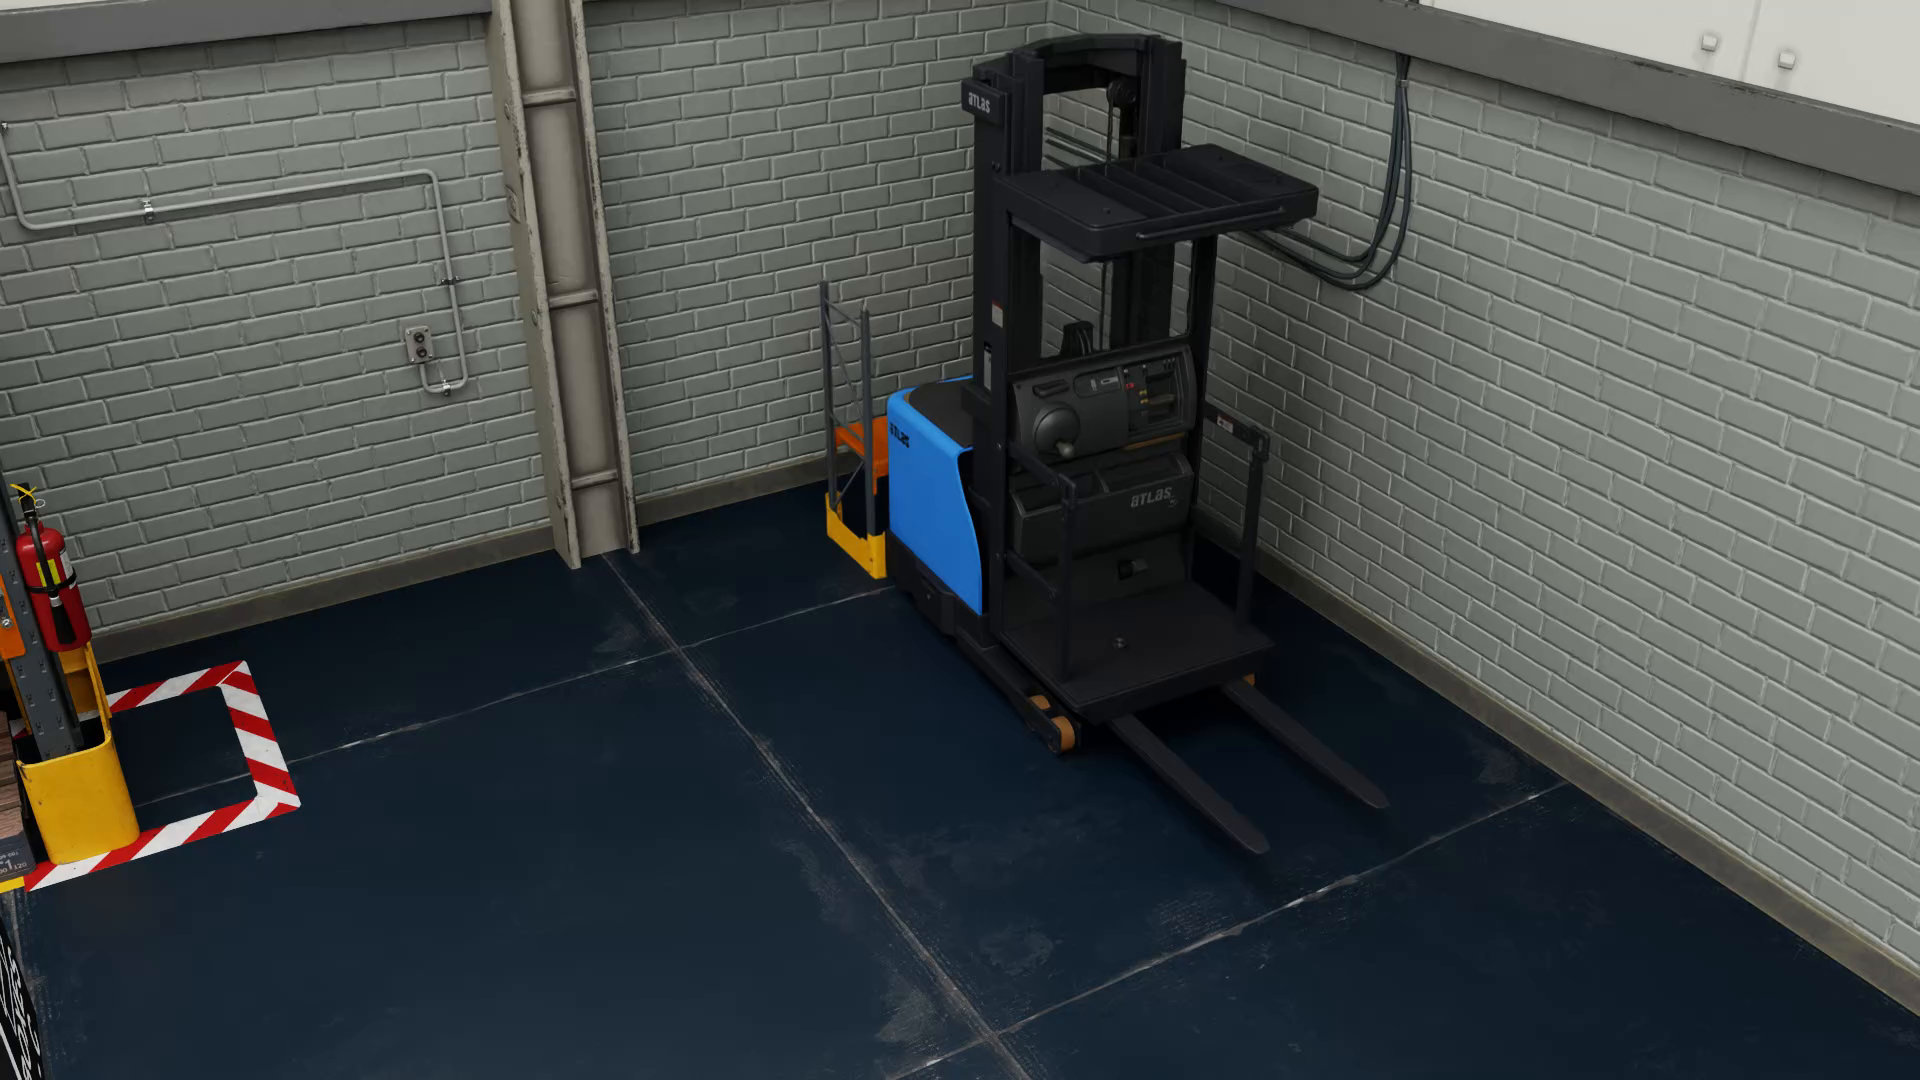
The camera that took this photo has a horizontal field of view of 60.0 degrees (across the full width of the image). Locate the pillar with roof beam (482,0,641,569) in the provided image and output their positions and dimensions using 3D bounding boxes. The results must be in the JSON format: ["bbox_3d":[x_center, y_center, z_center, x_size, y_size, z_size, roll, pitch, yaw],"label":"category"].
[{"bbox_3d":[0.181,-2.100,3.742,0.400,9.000,9.100,-16,33,-26],"label":"pillar with roof beam"}]

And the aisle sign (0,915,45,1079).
[{"bbox_3d":[-1.467,0.540,2.477,0.004,0.787,0.394,-16,33,-26],"label":"aisle sign"}]

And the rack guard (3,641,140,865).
[{"bbox_3d":[-3.869,0.843,7.205,0.348,0.500,1.175,-16,33,-26],"label":"rack guard"}]

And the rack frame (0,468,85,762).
[{"bbox_3d":[-3.890,-0.246,6.591,0.127,3.000,1.000,-16,33,-26],"label":"rack frame"}]

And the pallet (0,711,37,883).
[{"bbox_3d":[-4.539,1.204,6.851,1.213,0.211,1.003,-16,33,-26],"label":"pallet"}]

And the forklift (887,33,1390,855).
[{"bbox_3d":[0.756,-0.572,7.252,1.130,2.935,3.031,-15,32,-24],"label":"forklift"}]

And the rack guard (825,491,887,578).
[{"bbox_3d":[-0.568,-0.035,9.054,0.087,0.250,0.587,-16,33,-26],"label":"rack guard"}]

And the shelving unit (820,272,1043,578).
[{"bbox_3d":[-0.138,-0.703,8.972,1.083,1.500,0.587,-16,33,-26],"label":"shelving unit"}]

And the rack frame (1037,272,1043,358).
[{"bbox_3d":[0.293,-0.825,9.192,0.032,1.500,0.500,-16,33,-26],"label":"rack frame"}]

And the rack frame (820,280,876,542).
[{"bbox_3d":[-0.585,-0.577,8.744,0.032,1.500,0.500,-16,33,-26],"label":"rack frame"}]

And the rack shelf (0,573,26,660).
[{"bbox_3d":[-5.614,0.559,5.877,4.000,0.370,1.077,-16,33,-26],"label":"rack shelf"}]

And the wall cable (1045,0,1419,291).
[{"bbox_3d":[1.168,-2.748,8.130,0.112,2.526,3.097,-16,33,-26],"label":"wall cable"}]

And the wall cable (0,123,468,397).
[{"bbox_3d":[-3.265,-1.398,7.627,1.851,1.984,0.084,-16,33,-26],"label":"wall cable"}]

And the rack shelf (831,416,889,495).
[{"bbox_3d":[-0.146,-0.544,9.055,1.000,0.185,0.538,-16,33,-26],"label":"rack shelf"}]

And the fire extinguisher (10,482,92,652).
[{"bbox_3d":[-3.526,0.107,6.418,0.183,0.674,0.296,-16,33,-26],"label":"fire extinguisher"}]
